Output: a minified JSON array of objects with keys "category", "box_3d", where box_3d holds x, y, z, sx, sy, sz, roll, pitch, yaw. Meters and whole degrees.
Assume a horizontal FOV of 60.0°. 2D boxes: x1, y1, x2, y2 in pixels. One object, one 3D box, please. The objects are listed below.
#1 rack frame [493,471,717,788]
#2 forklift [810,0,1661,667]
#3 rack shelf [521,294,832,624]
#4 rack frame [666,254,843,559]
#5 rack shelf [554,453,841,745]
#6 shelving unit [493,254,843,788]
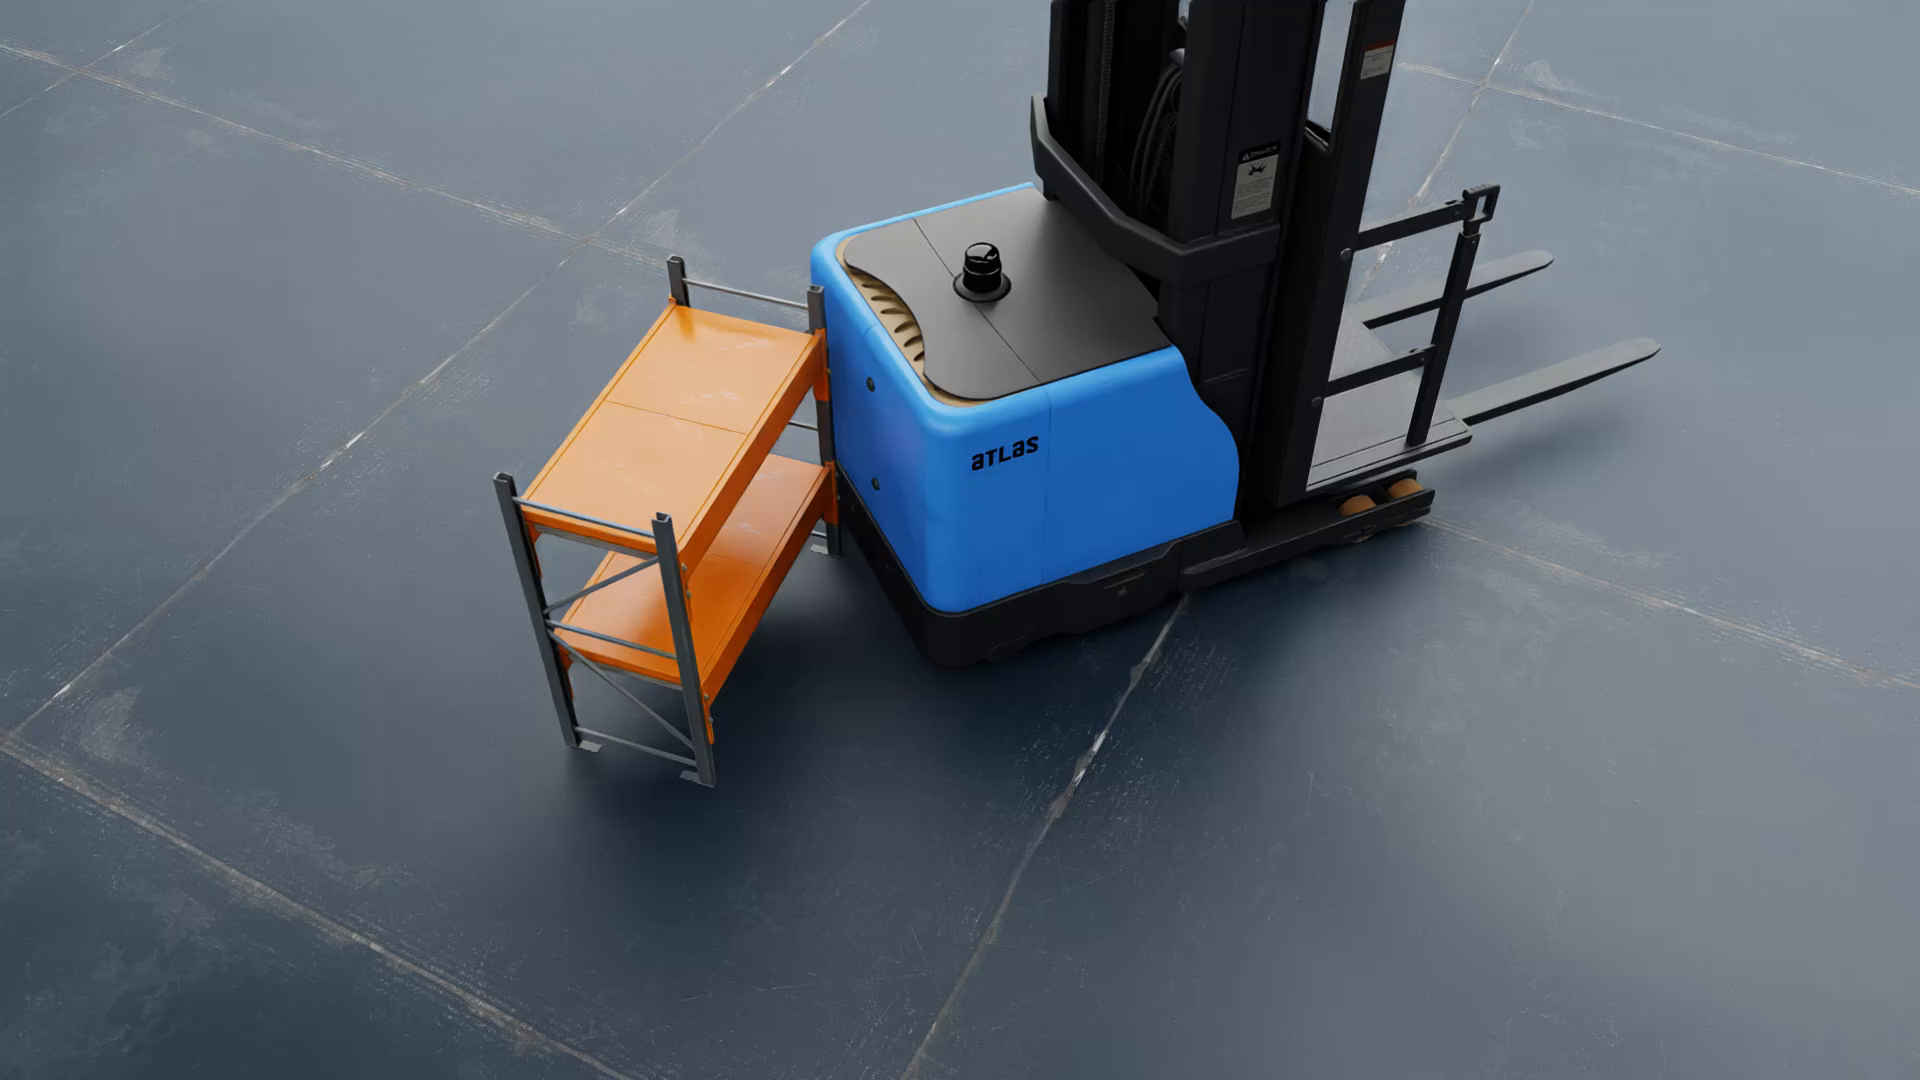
[{"category":"rack frame","box_3d":[-0.976,0.284,4.679,0.500,1.125,0.032,14,47,13]},{"category":"forklift","box_3d":[1.078,-1.345,5.018,3.031,2.935,1.130,-18,48,-17]},{"category":"rack shelf","box_3d":[-0.809,-0.264,4.808,0.538,0.278,1.000,14,47,13]},{"category":"rack frame","box_3d":[-0.642,-0.399,5.354,0.500,1.125,0.032,14,47,13]},{"category":"rack shelf","box_3d":[-0.809,0.114,5.190,0.538,0.278,1.000,14,47,13]},{"category":"shelving unit","box_3d":[-0.809,-0.058,5.016,0.538,1.125,1.048,14,47,13]}]
